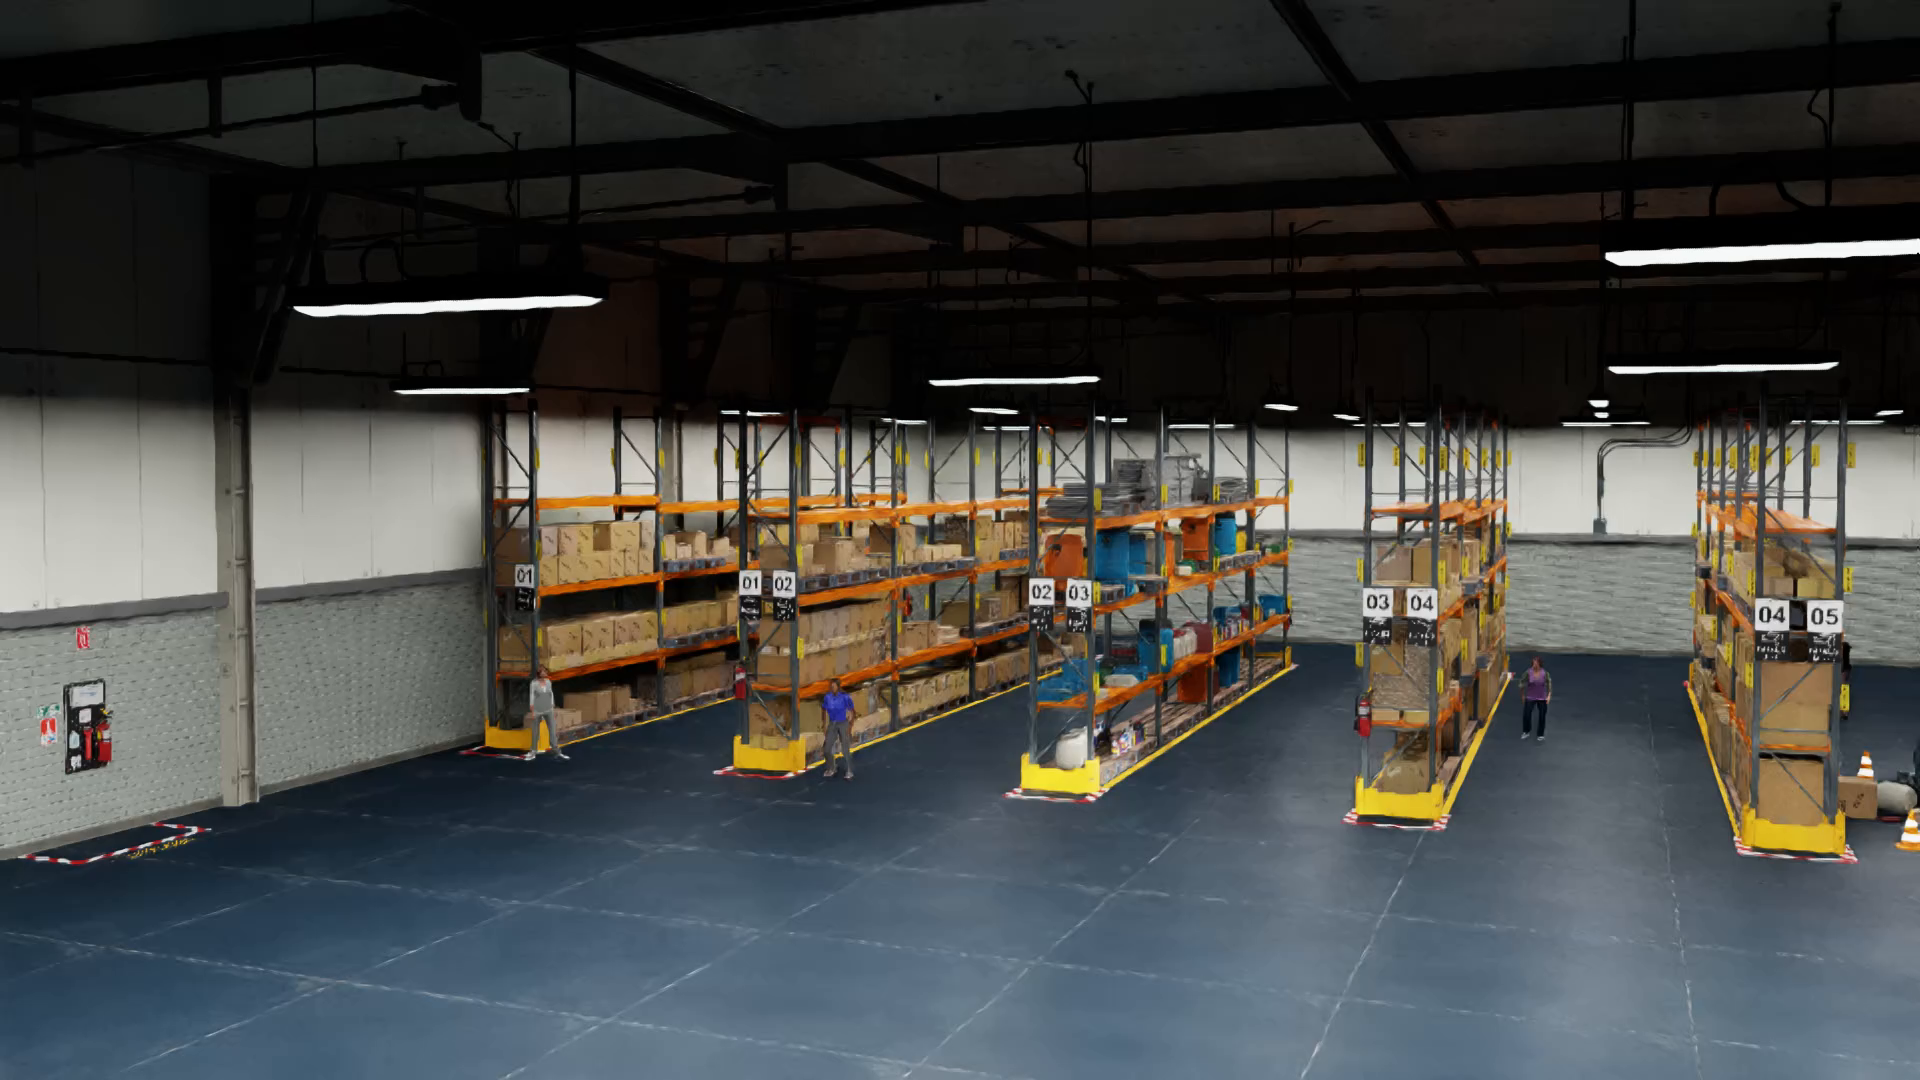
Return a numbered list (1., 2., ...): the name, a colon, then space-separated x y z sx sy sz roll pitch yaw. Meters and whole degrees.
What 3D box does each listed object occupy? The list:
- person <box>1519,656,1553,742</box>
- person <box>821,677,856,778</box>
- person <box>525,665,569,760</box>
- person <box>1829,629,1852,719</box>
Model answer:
1. person: 10.141 2.793 29.300 0.566 1.541 0.512 1 3 19
2. person: -1.897 2.927 25.962 0.592 1.604 0.518 1 3 20
3. person: -6.849 2.842 27.437 0.636 1.586 0.530 -2 3 -32
4. person: 16.837 2.559 31.916 0.627 1.707 0.569 -2 4 -38
